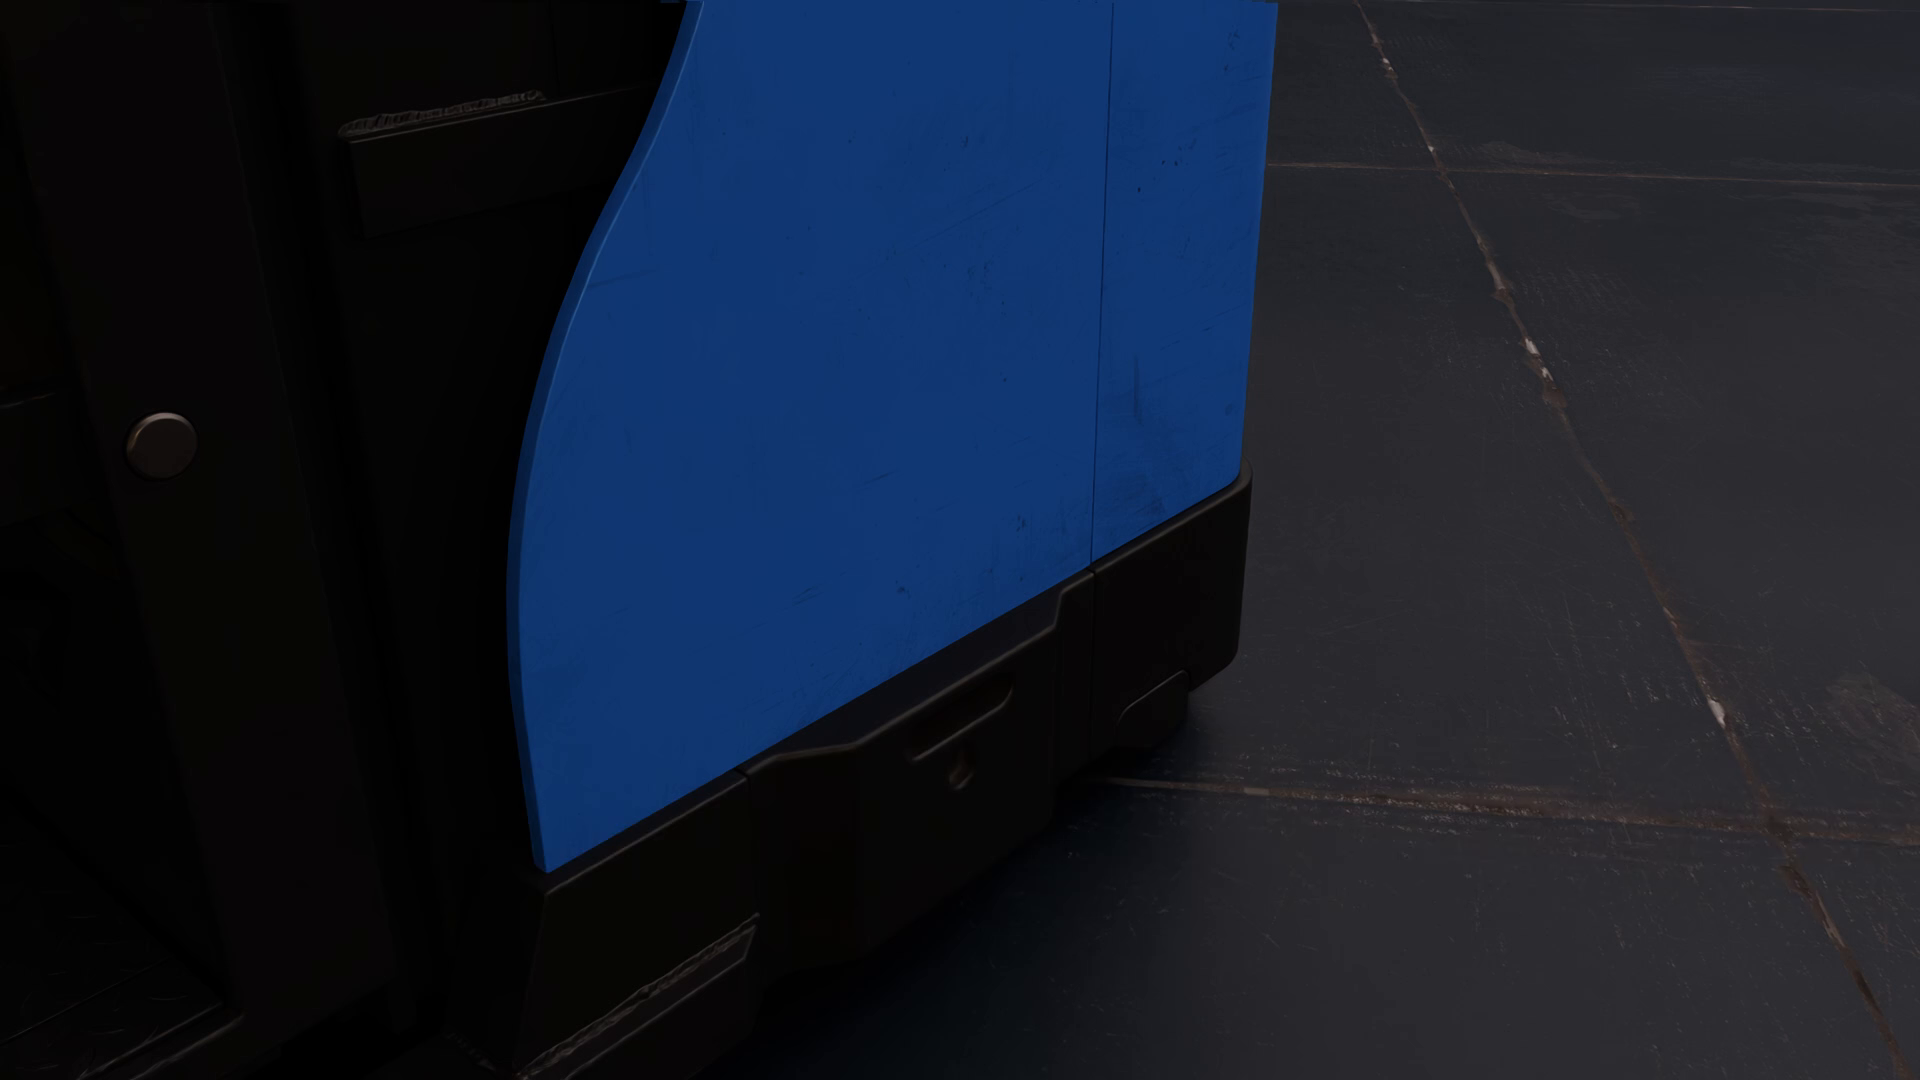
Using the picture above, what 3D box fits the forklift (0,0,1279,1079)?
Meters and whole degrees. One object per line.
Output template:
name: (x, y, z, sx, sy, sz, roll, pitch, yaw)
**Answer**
forklift: (-1.002, -0.773, 0.766, 1.130, 2.935, 3.031, 21, 34, 36)
